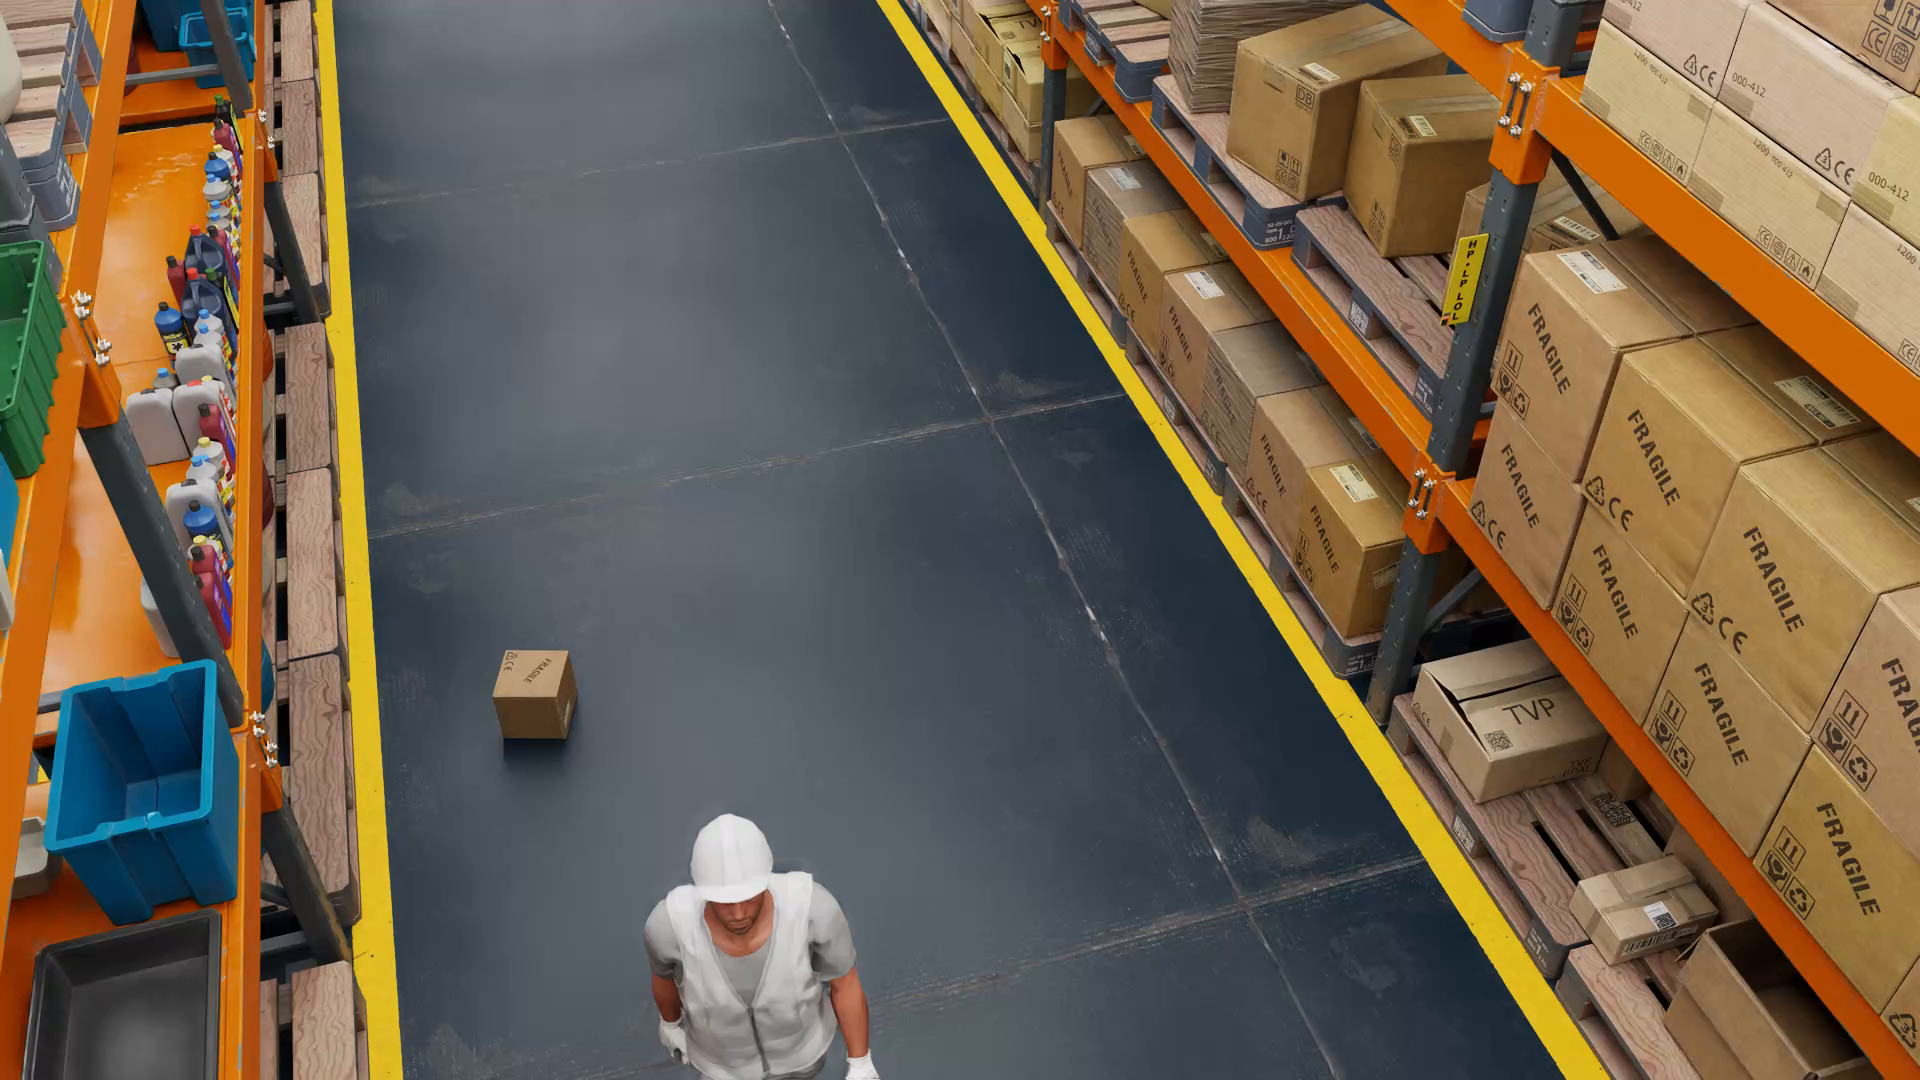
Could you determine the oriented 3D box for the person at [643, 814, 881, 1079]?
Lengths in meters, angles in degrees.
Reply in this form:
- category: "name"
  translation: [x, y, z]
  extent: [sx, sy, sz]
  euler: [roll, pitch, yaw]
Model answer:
- category: "person"
  translation: [-0.511, 1.436, 4.510]
  extent: [0.569, 1.738, 0.968]
  euler: [-10, 43, -11]
